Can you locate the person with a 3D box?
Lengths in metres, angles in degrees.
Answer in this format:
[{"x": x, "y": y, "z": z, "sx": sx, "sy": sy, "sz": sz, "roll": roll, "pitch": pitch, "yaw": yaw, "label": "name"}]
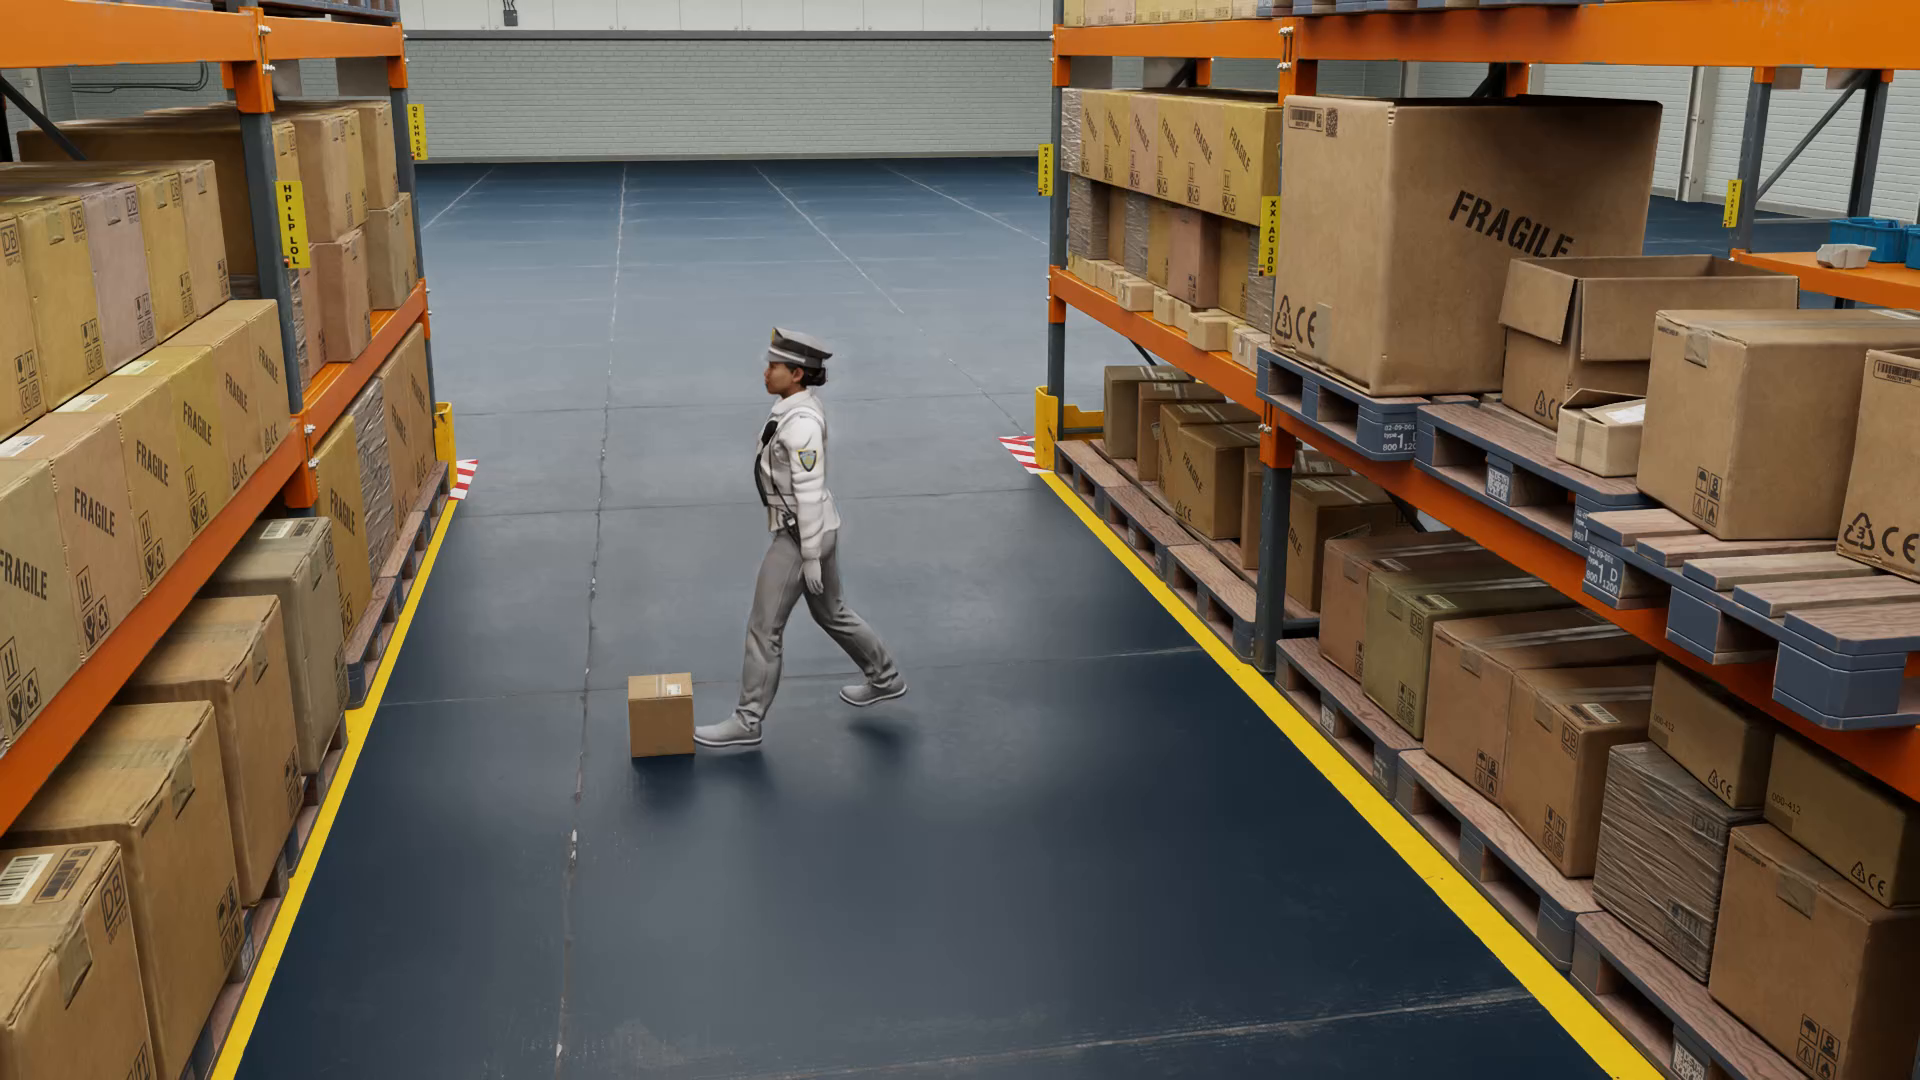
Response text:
[{"x": -0.581, "y": -0.058, "z": 6.580, "sx": 0.703, "sy": 1.601, "sz": 0.488, "roll": -2, "pitch": 17, "yaw": -5, "label": "person"}]
